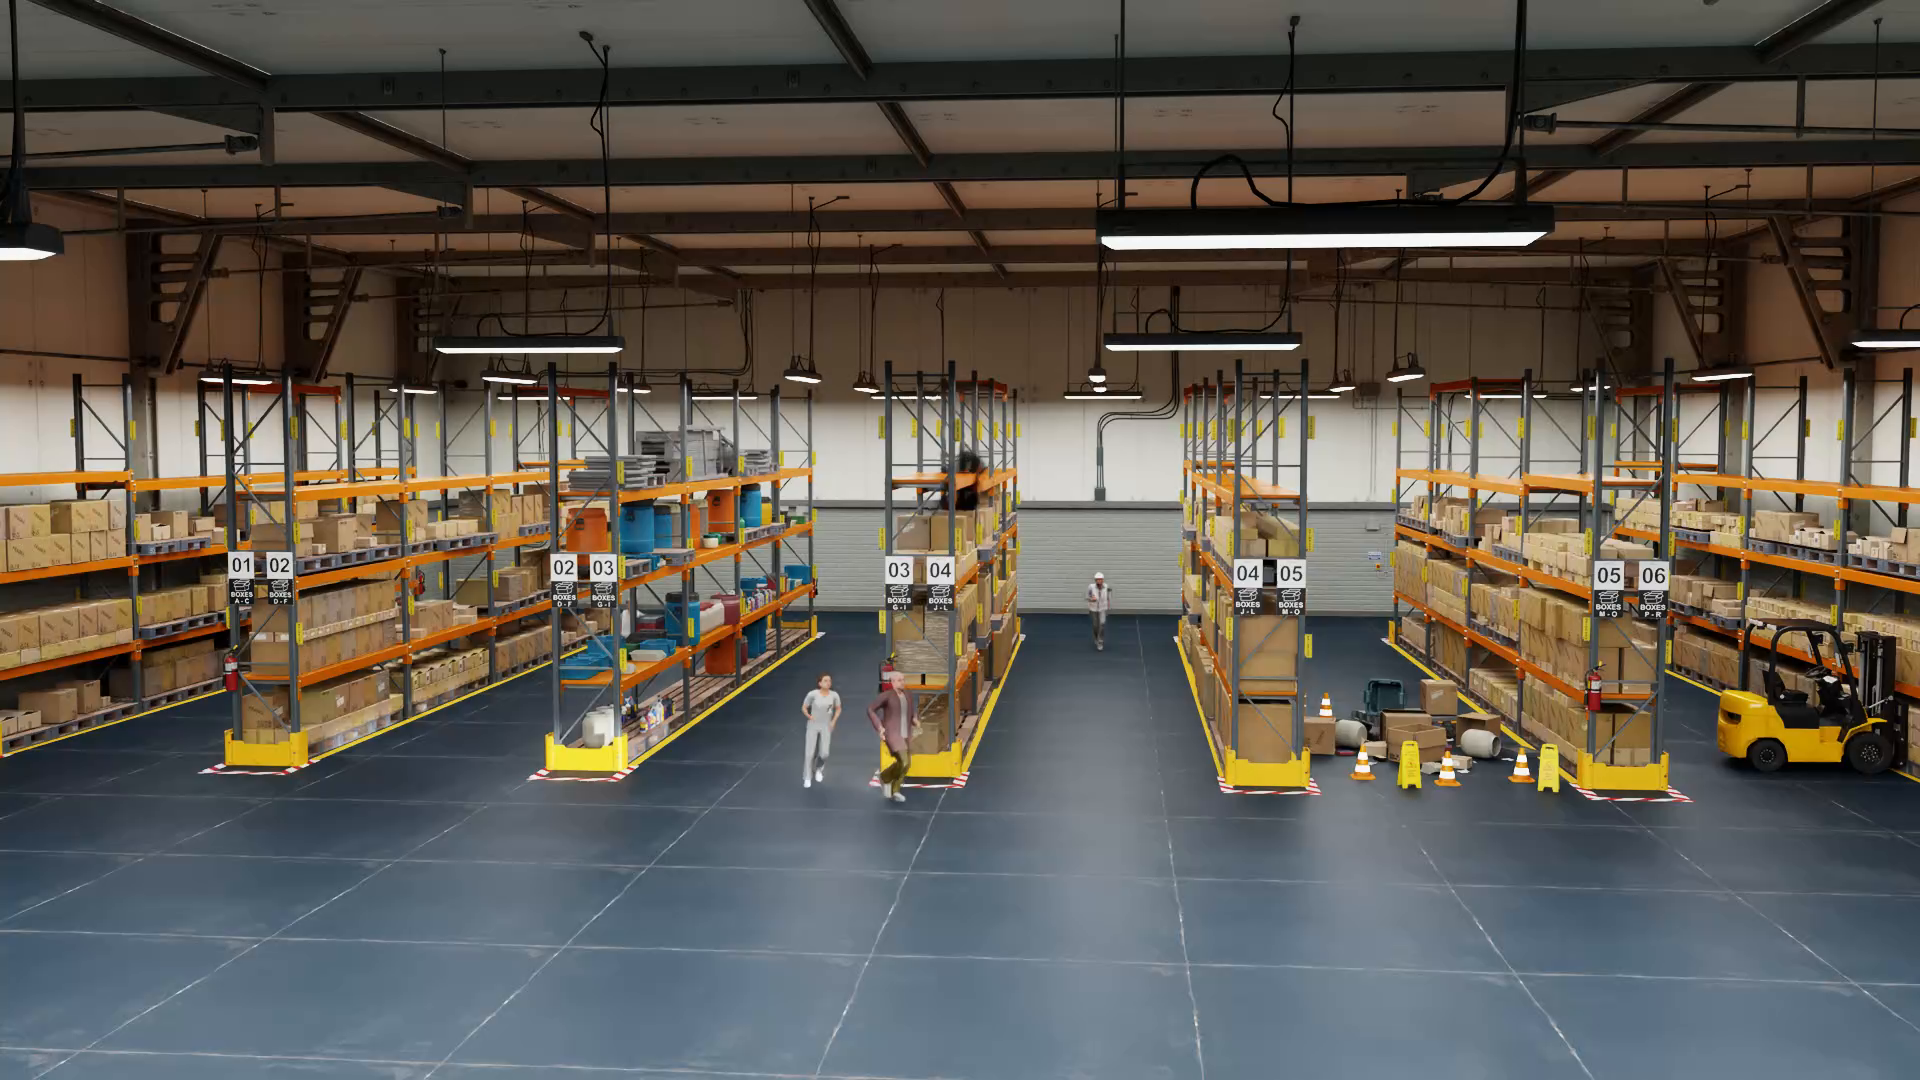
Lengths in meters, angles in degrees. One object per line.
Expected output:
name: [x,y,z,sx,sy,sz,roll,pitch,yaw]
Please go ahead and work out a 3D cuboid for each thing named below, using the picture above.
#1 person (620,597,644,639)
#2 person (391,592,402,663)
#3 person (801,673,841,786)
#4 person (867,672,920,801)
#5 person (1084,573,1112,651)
person: [-6.467,1.978,32.537,0.664,1.738,0.603,0,4,2]
person: [-11.482,1.929,34.172,0.593,1.724,0.796,0,4,-4]
person: [-1.945,2.665,23.429,0.569,1.603,0.528,-1,4,-8]
person: [-0.814,2.658,22.413,0.644,1.748,0.692,4,5,44]
person: [3.177,1.621,38.270,0.657,1.787,1.013,0,4,5]
